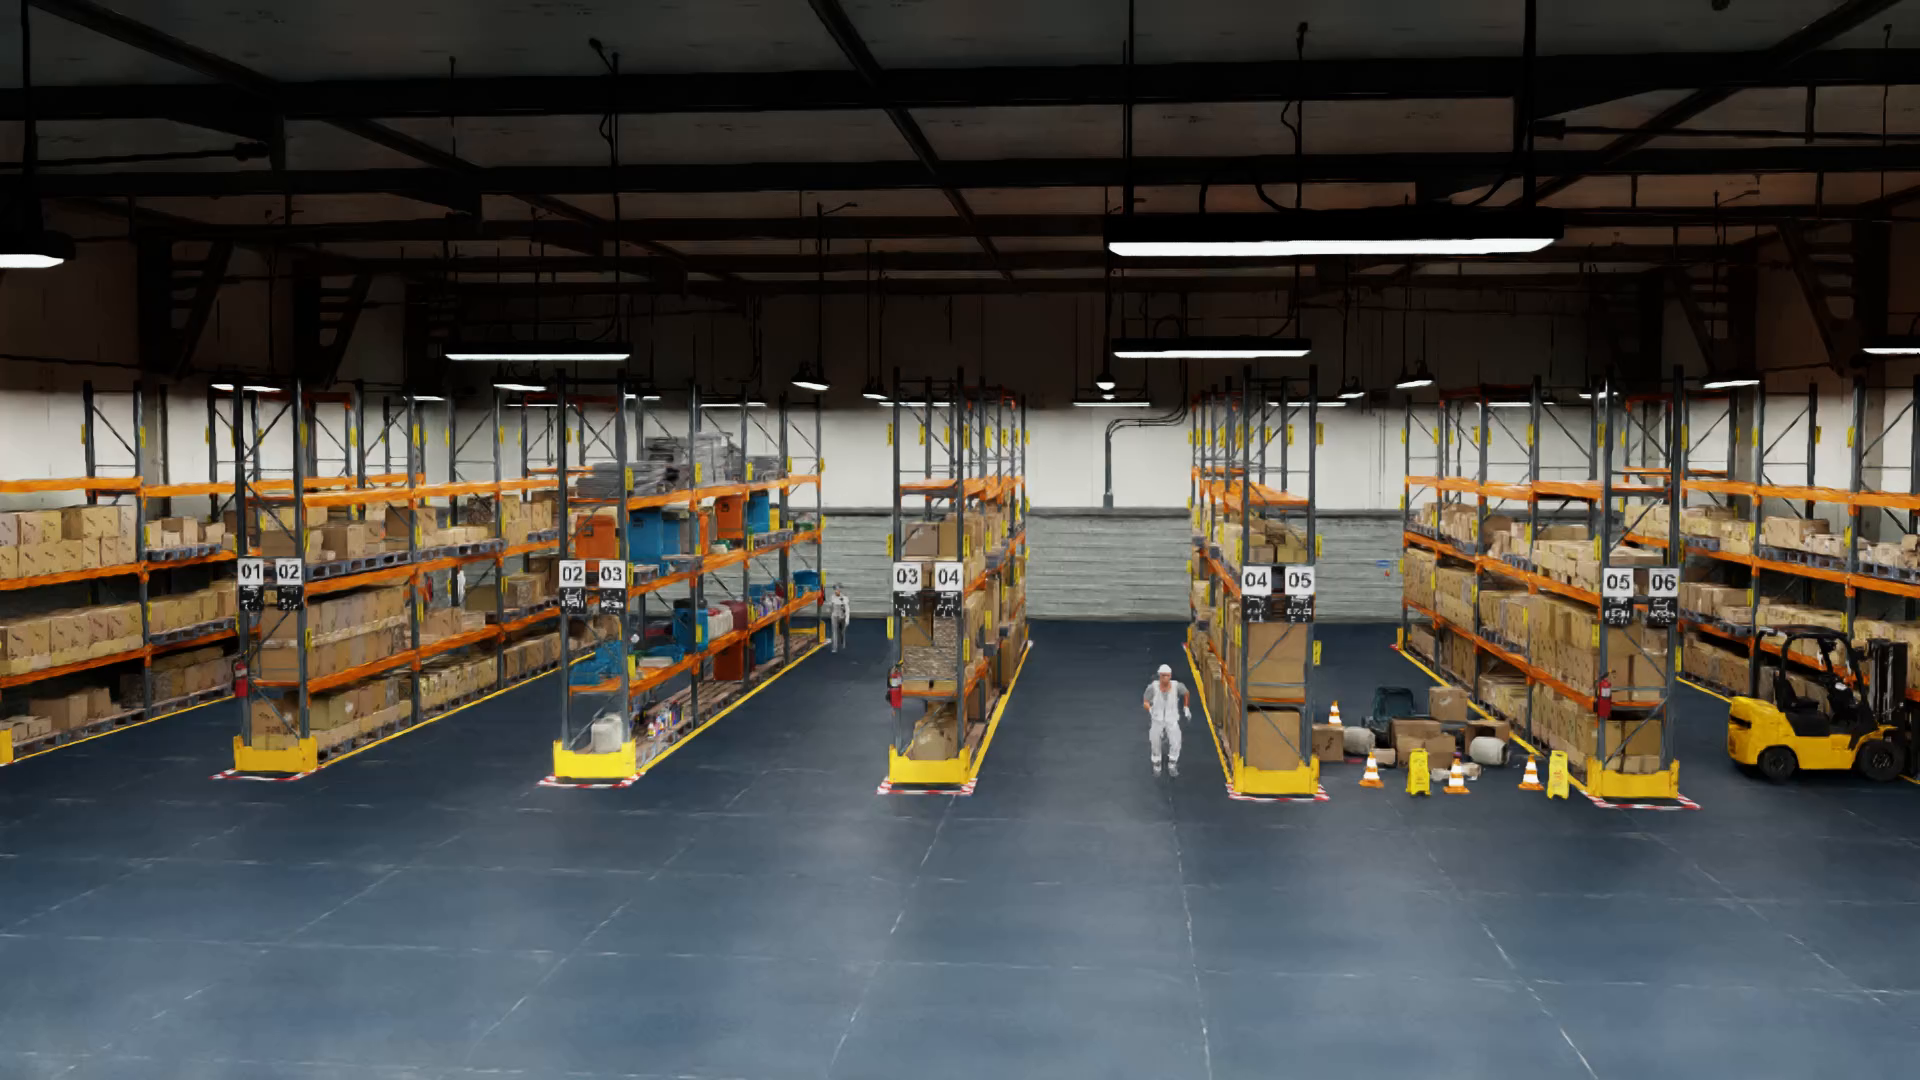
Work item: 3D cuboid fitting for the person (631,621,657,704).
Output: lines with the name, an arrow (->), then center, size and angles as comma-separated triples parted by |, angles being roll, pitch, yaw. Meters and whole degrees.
person -> -5.894, 2.276, 30.790 | 0.450, 1.588, 1.092 | 1, 4, 8

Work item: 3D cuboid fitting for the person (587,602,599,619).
person -> -9.698, 1.471, 43.657 | 0.555, 1.651, 0.589 | -2, 4, -31

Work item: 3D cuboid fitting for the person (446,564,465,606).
person -> -13.242, 1.406, 43.439 | 0.466, 1.775, 0.715 | 2, 4, 33

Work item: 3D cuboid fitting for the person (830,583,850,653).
person -> -2.787, 1.790, 38.534 | 0.502, 1.621, 0.989 | 0, 4, 4

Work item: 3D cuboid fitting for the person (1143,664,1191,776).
person -> 3.011, 2.648, 24.258 | 0.684, 1.712, 0.820 | 1, 4, 11
